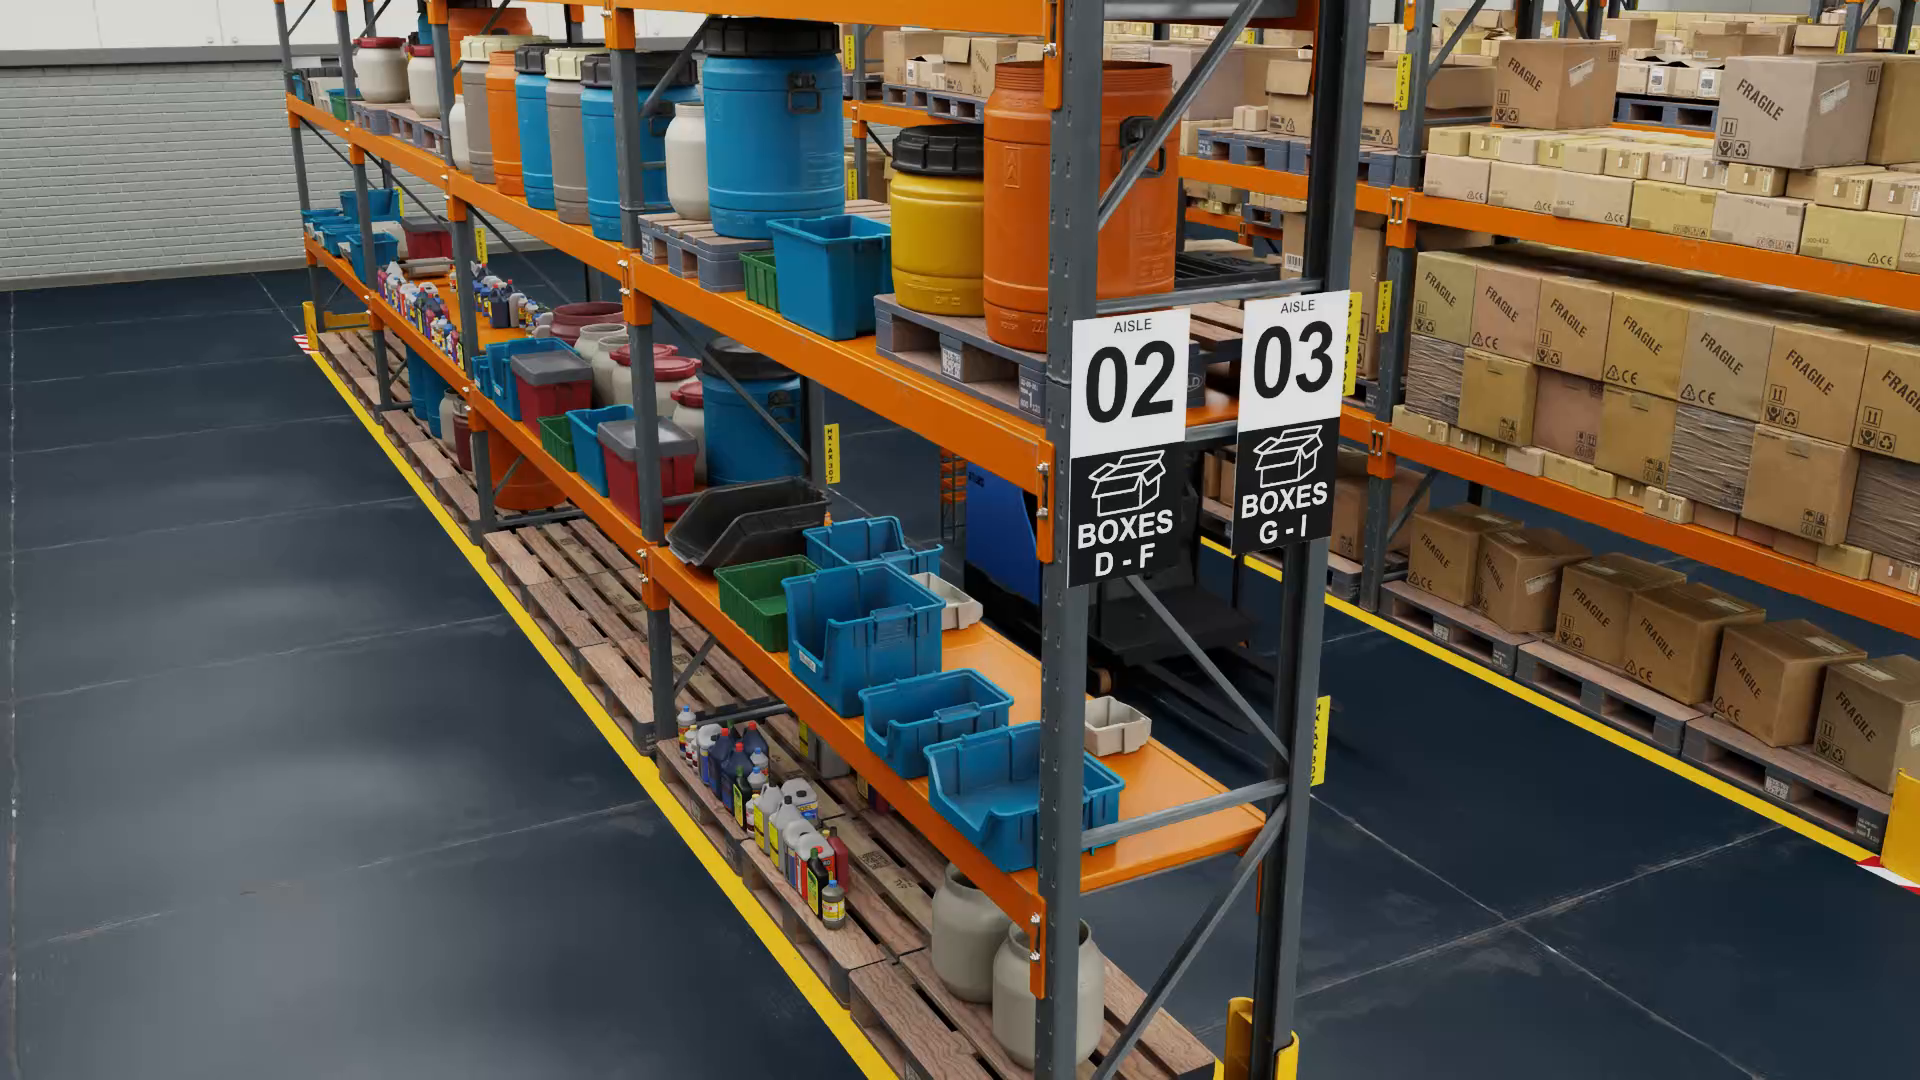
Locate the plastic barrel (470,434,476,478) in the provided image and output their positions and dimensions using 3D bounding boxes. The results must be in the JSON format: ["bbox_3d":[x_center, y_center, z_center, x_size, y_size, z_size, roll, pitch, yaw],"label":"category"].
[{"bbox_3d":[-3.679,-0.706,13.248,0.421,0.512,0.421,0,19,0],"label":"plastic barrel"}]

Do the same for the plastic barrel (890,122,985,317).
[{"bbox_3d":[0.061,-1.113,5.729,0.600,0.588,0.600,0,19,0],"label":"plastic barrel"}]

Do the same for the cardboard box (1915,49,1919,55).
[{"bbox_3d":[10.437,-4.891,17.455,0.700,0.500,0.500,-10,21,-27],"label":"cardboard box"}]

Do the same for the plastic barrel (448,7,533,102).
[{"bbox_3d":[-3.352,-3.380,11.927,0.600,0.830,0.708,-10,21,-27],"label":"plastic barrel"}]

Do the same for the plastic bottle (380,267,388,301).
[{"bbox_3d":[-5.122,-2.280,14.821,0.061,0.283,0.133,-10,21,-27],"label":"plastic bottle"}]

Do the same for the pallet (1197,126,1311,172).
[{"bbox_3d":[2.479,-2.836,11.941,1.213,0.211,1.003,-10,21,-27],"label":"pallet"}]

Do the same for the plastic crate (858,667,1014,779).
[{"bbox_3d":[-0.090,0.685,6.275,0.499,0.251,0.408,-10,21,-27],"label":"plastic crate"}]

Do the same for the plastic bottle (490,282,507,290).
[{"bbox_3d":[-3.926,-2.069,14.218,0.152,0.276,0.135,-10,21,-27],"label":"plastic bottle"}]

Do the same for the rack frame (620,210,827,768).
[{"bbox_3d":[-1.185,-0.249,8.754,1.000,3.000,0.127,-10,21,-27],"label":"rack frame"}]

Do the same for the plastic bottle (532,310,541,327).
[{"bbox_3d":[-3.310,-1.671,13.074,0.097,0.271,0.097,0,19,0],"label":"plastic bottle"}]

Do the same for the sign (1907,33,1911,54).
[{"bbox_3d":[10.474,-5.445,18.421,0.100,0.325,0.005,-10,21,-27],"label":"sign"}]

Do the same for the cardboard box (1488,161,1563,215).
[{"bbox_3d":[3.417,-2.043,9.585,0.500,0.250,0.500,-10,22,-27],"label":"cardboard box"}]

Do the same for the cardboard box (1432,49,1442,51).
[{"bbox_3d":[5.164,-4.859,17.362,0.500,0.500,0.500,-10,21,-27],"label":"cardboard box"}]

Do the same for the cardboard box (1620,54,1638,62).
[{"bbox_3d":[5.837,-4.283,15.187,0.500,0.311,0.500,-10,21,-27],"label":"cardboard box"}]

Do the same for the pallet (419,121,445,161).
[{"bbox_3d":[-3.362,-2.960,12.303,1.003,0.211,1.213,-10,21,-27],"label":"pallet"}]

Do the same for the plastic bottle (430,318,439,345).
[{"bbox_3d":[-4.124,-1.651,13.122,0.097,0.201,0.097,0,19,0],"label":"plastic bottle"}]

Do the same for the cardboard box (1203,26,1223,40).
[{"bbox_3d":[3.111,-6.009,19.701,0.380,0.149,0.250,-10,21,-27],"label":"cardboard box"}]

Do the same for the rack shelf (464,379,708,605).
[{"bbox_3d":[-2.135,-0.483,10.535,1.077,0.370,4.000,-10,21,-27],"label":"rack shelf"}]

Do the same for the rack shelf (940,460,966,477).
[{"bbox_3d":[0.007,-0.521,12.438,0.258,0.103,0.180,-10,21,-27],"label":"rack shelf"}]

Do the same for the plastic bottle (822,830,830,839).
[{"bbox_3d":[-0.604,1.414,7.551,0.097,0.201,0.097,0,19,0],"label":"plastic bottle"}]

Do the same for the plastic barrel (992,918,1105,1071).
[{"bbox_3d":[0.334,1.700,6.277,0.421,0.512,0.421,0,19,0],"label":"plastic barrel"}]

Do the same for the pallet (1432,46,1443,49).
[{"bbox_3d":[7.141,-6.810,23.305,1.003,0.211,1.213,-10,21,-27],"label":"pallet"}]

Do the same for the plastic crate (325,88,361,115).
[{"bbox_3d":[-5.698,-4.096,15.561,0.416,0.233,0.300,-10,21,-27],"label":"plastic crate"}]

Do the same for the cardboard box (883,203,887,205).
[{"bbox_3d":[-0.627,-3.189,17.121,0.500,0.500,0.500,-10,21,-26],"label":"cardboard box"}]

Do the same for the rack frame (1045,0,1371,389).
[{"bbox_3d":[0.714,-1.936,4.447,1.000,3.000,0.127,-10,21,-27],"label":"rack frame"}]

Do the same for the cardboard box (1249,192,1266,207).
[{"bbox_3d":[3.570,-3.947,19.213,0.380,0.149,0.250,-11,22,-29],"label":"cardboard box"}]

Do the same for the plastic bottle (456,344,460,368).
[{"bbox_3d":[-3.691,-1.389,12.363,0.097,0.201,0.097,0,19,0],"label":"plastic bottle"}]

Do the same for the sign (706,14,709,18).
[{"bbox_3d":[-3.016,-6.245,20.071,0.100,0.325,0.005,-10,21,-27],"label":"sign"}]

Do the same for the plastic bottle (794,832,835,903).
[{"bbox_3d":[-0.639,1.443,7.352,0.152,0.276,0.135,-10,21,-26],"label":"plastic bottle"}]

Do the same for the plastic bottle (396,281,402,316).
[{"bbox_3d":[-4.764,-2.064,14.193,0.061,0.283,0.133,-10,21,-27],"label":"plastic bottle"}]

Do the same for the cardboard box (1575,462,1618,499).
[{"bbox_3d":[3.735,-0.360,9.462,0.380,0.149,0.250,-10,21,-27],"label":"cardboard box"}]

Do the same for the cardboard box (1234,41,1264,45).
[{"bbox_3d":[3.345,-5.728,19.498,0.500,0.250,0.500,-11,22,-29],"label":"cardboard box"}]

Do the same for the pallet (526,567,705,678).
[{"bbox_3d":[-2.176,0.499,10.861,1.003,0.211,1.213,-10,21,-27],"label":"pallet"}]

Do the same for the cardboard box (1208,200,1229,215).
[{"bbox_3d":[3.228,-4.036,20.114,0.380,0.149,0.250,-11,22,-28],"label":"cardboard box"}]

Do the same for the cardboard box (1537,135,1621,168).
[{"bbox_3d":[3.508,-2.199,9.427,0.380,0.149,0.250,-9,21,-25],"label":"cardboard box"}]

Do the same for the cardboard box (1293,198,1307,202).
[{"bbox_3d":[3.942,-3.865,18.519,0.380,0.149,0.250,-11,22,-29],"label":"cardboard box"}]

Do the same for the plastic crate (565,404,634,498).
[{"bbox_3d":[-1.983,-0.510,9.534,0.392,0.384,0.575,-10,21,-27],"label":"plastic crate"}]

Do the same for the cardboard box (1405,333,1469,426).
[{"bbox_3d":[3.333,-1.065,10.510,0.875,0.500,0.500,-10,21,-27],"label":"cardboard box"}]

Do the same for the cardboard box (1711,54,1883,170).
[{"bbox_3d":[4.114,-2.116,8.190,0.500,0.500,0.500,-10,21,-27],"label":"cardboard box"}]

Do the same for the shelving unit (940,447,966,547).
[{"bbox_3d":[0.007,-0.563,12.424,0.258,1.200,0.189,-10,21,-27],"label":"shelving unit"}]

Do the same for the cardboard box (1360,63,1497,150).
[{"bbox_3d":[3.037,-2.831,10.838,0.797,0.503,0.637,-11,22,-29],"label":"cardboard box"}]

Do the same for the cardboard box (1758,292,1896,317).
[{"bbox_3d":[4.582,-1.016,8.836,0.500,0.500,0.500,-10,21,-27],"label":"cardboard box"}]

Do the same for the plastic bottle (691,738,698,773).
[{"bbox_3d":[-1.323,1.084,8.507,0.097,0.201,0.097,0,19,0],"label":"plastic bottle"}]

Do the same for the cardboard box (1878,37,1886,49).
[{"bbox_3d":[12.598,-6.792,22.705,0.380,0.149,0.250,-10,21,-26],"label":"cardboard box"}]

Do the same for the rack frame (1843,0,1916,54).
[{"bbox_3d":[9.995,-6.535,17.775,1.000,3.000,0.127,-10,21,-27],"label":"rack frame"}]

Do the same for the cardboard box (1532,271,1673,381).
[{"bbox_3d":[3.639,-1.221,9.429,0.500,0.500,0.500,-10,21,-27],"label":"cardboard box"}]

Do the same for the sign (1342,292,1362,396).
[{"bbox_3d":[1.200,-0.607,5.179,0.100,0.325,0.005,-10,21,-27],"label":"sign"}]

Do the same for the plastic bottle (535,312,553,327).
[{"bbox_3d":[-3.226,-1.645,12.992,0.152,0.276,0.135,-10,21,-27],"label":"plastic bottle"}]

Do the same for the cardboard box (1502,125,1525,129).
[{"bbox_3d":[3.582,-2.503,10.306,0.380,0.149,0.250,-9,21,-25],"label":"cardboard box"}]

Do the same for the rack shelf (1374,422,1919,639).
[{"bbox_3d":[4.123,-0.102,9.430,1.077,0.370,4.000,-10,21,-27],"label":"rack shelf"}]

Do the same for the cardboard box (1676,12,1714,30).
[{"bbox_3d":[11.279,-7.888,25.300,0.500,0.250,0.500,-9,21,-25],"label":"cardboard box"}]

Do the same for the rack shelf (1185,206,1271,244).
[{"bbox_3d":[2.838,-4.286,21.556,1.077,0.370,4.000,-10,21,-27],"label":"rack shelf"}]

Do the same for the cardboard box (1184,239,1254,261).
[{"bbox_3d":[1.919,-2.116,13.369,0.700,0.500,0.500,-7,20,-19],"label":"cardboard box"}]

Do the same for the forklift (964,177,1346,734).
[{"bbox_3d":[1.151,-0.624,9.947,1.130,2.935,3.031,-10,21,-26],"label":"forklift"}]

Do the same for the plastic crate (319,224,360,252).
[{"bbox_3d":[-6.431,-3.143,17.306,0.416,0.233,0.300,-10,21,-27],"label":"plastic crate"}]
